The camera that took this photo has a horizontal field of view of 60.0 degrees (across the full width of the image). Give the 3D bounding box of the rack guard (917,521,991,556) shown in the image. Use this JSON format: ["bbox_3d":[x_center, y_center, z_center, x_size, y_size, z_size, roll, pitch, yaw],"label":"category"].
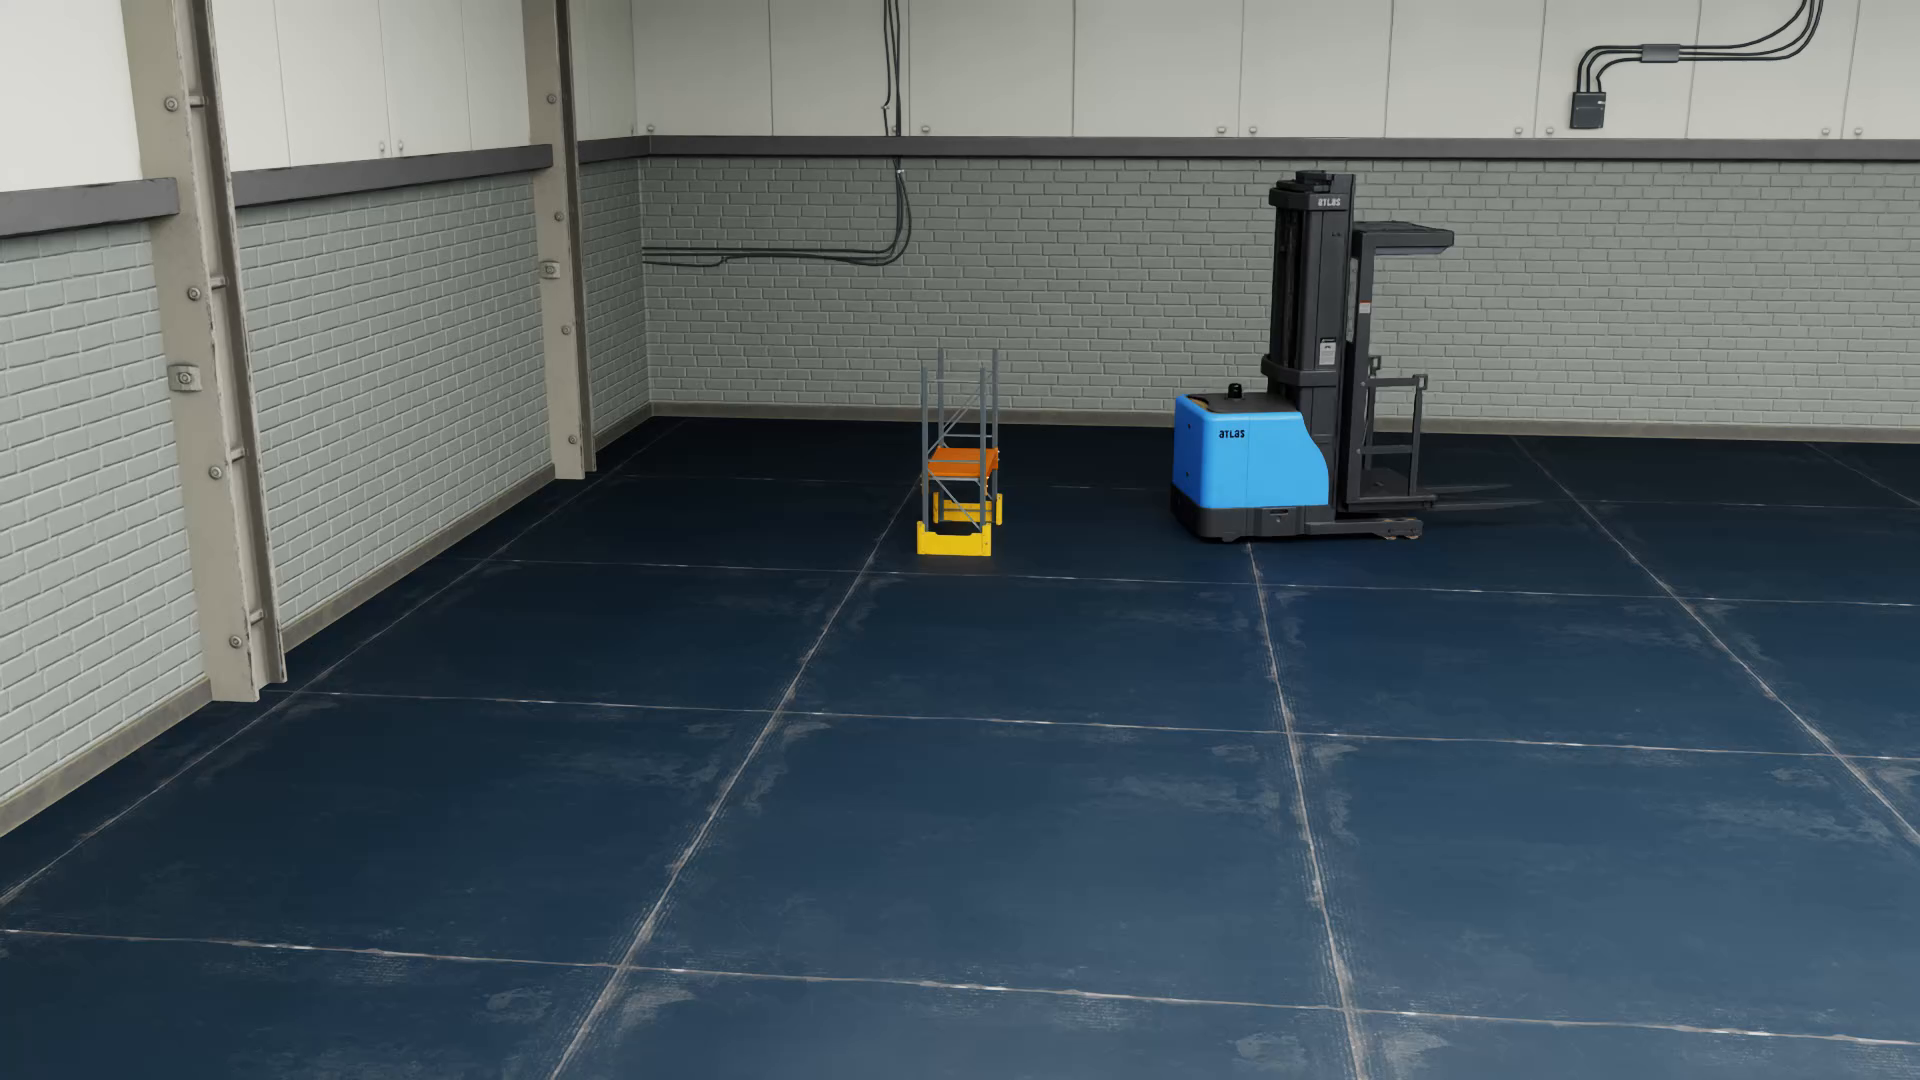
[{"bbox_3d":[-0.048,-0.011,13.225,0.587,0.250,0.087,2,15,6],"label":"rack guard"}]

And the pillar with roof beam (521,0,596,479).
[{"bbox_3d":[0.567,-4.850,14.359,9.100,9.000,0.400,2,15,6],"label":"pillar with roof beam"}]

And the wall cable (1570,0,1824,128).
[{"bbox_3d":[7.367,-7.060,16.017,2.305,6.003,0.169,2,15,6],"label":"wall cable"}]

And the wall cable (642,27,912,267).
[{"bbox_3d":[-2.064,-4.203,17.915,3.097,2.526,0.112,2,15,6],"label":"wall cable"}]

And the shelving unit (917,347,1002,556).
[{"bbox_3d":[0.009,-0.744,13.539,0.587,1.500,1.083,2,15,6],"label":"shelving unit"}]

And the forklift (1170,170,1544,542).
[{"bbox_3d":[3.374,-1.551,13.784,3.031,2.935,1.130,-2,15,-8],"label":"forklift"}]

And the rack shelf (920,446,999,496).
[{"bbox_3d":[0.010,-0.572,13.595,0.538,0.185,1.000,2,15,6],"label":"rack shelf"}]

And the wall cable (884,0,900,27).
[{"bbox_3d":[0.624,-6.561,16.961,3.097,2.526,0.112,2,15,6],"label":"wall cable"}]

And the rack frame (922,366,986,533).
[{"bbox_3d":[-0.048,-0.614,13.061,0.500,1.500,0.032,2,15,6],"label":"rack frame"}]

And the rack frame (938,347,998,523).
[{"bbox_3d":[0.067,-0.878,14.036,0.500,1.500,0.032,2,15,6],"label":"rack frame"}]

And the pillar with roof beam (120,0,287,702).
[{"bbox_3d":[-0.110,-3.294,8.604,9.100,9.000,0.400,2,15,6],"label":"pillar with roof beam"}]

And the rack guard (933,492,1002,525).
[{"bbox_3d":[0.065,-0.270,14.180,0.587,0.250,0.087,2,15,6],"label":"rack guard"}]
